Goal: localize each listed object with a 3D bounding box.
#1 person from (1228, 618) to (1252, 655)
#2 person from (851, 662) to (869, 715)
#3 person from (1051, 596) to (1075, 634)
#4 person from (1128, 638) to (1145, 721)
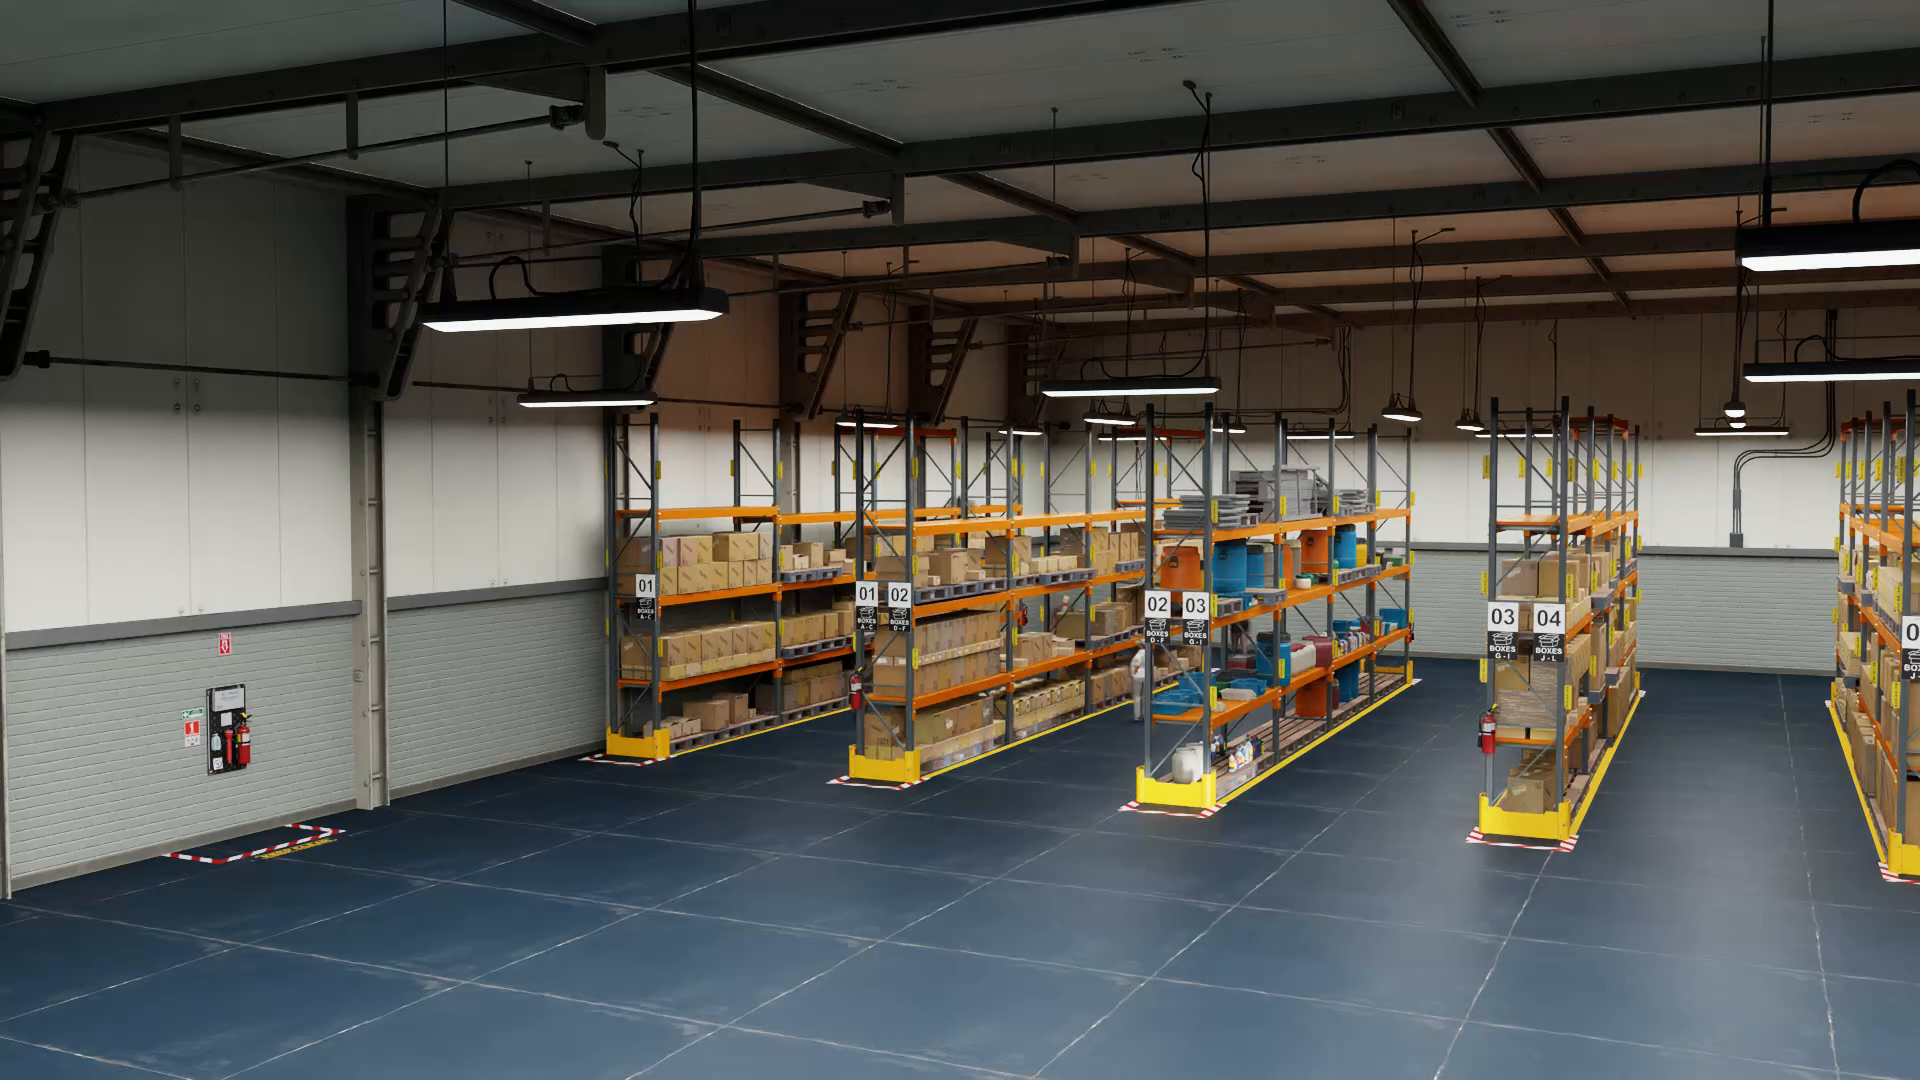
[{"bbox_3d":[7.142,2.383,42.464,0.643,1.683,0.983,0,2,0],"label":"person"},{"bbox_3d":[-1.775,2.968,29.728,0.358,1.616,0.513,1,3,19],"label":"person"},{"bbox_3d":[2.709,2.310,43.220,0.701,1.697,1.152,0,2,-4],"label":"person"},{"bbox_3d":[3.588,2.784,33.377,0.507,1.662,0.584,-1,3,-27],"label":"person"}]
